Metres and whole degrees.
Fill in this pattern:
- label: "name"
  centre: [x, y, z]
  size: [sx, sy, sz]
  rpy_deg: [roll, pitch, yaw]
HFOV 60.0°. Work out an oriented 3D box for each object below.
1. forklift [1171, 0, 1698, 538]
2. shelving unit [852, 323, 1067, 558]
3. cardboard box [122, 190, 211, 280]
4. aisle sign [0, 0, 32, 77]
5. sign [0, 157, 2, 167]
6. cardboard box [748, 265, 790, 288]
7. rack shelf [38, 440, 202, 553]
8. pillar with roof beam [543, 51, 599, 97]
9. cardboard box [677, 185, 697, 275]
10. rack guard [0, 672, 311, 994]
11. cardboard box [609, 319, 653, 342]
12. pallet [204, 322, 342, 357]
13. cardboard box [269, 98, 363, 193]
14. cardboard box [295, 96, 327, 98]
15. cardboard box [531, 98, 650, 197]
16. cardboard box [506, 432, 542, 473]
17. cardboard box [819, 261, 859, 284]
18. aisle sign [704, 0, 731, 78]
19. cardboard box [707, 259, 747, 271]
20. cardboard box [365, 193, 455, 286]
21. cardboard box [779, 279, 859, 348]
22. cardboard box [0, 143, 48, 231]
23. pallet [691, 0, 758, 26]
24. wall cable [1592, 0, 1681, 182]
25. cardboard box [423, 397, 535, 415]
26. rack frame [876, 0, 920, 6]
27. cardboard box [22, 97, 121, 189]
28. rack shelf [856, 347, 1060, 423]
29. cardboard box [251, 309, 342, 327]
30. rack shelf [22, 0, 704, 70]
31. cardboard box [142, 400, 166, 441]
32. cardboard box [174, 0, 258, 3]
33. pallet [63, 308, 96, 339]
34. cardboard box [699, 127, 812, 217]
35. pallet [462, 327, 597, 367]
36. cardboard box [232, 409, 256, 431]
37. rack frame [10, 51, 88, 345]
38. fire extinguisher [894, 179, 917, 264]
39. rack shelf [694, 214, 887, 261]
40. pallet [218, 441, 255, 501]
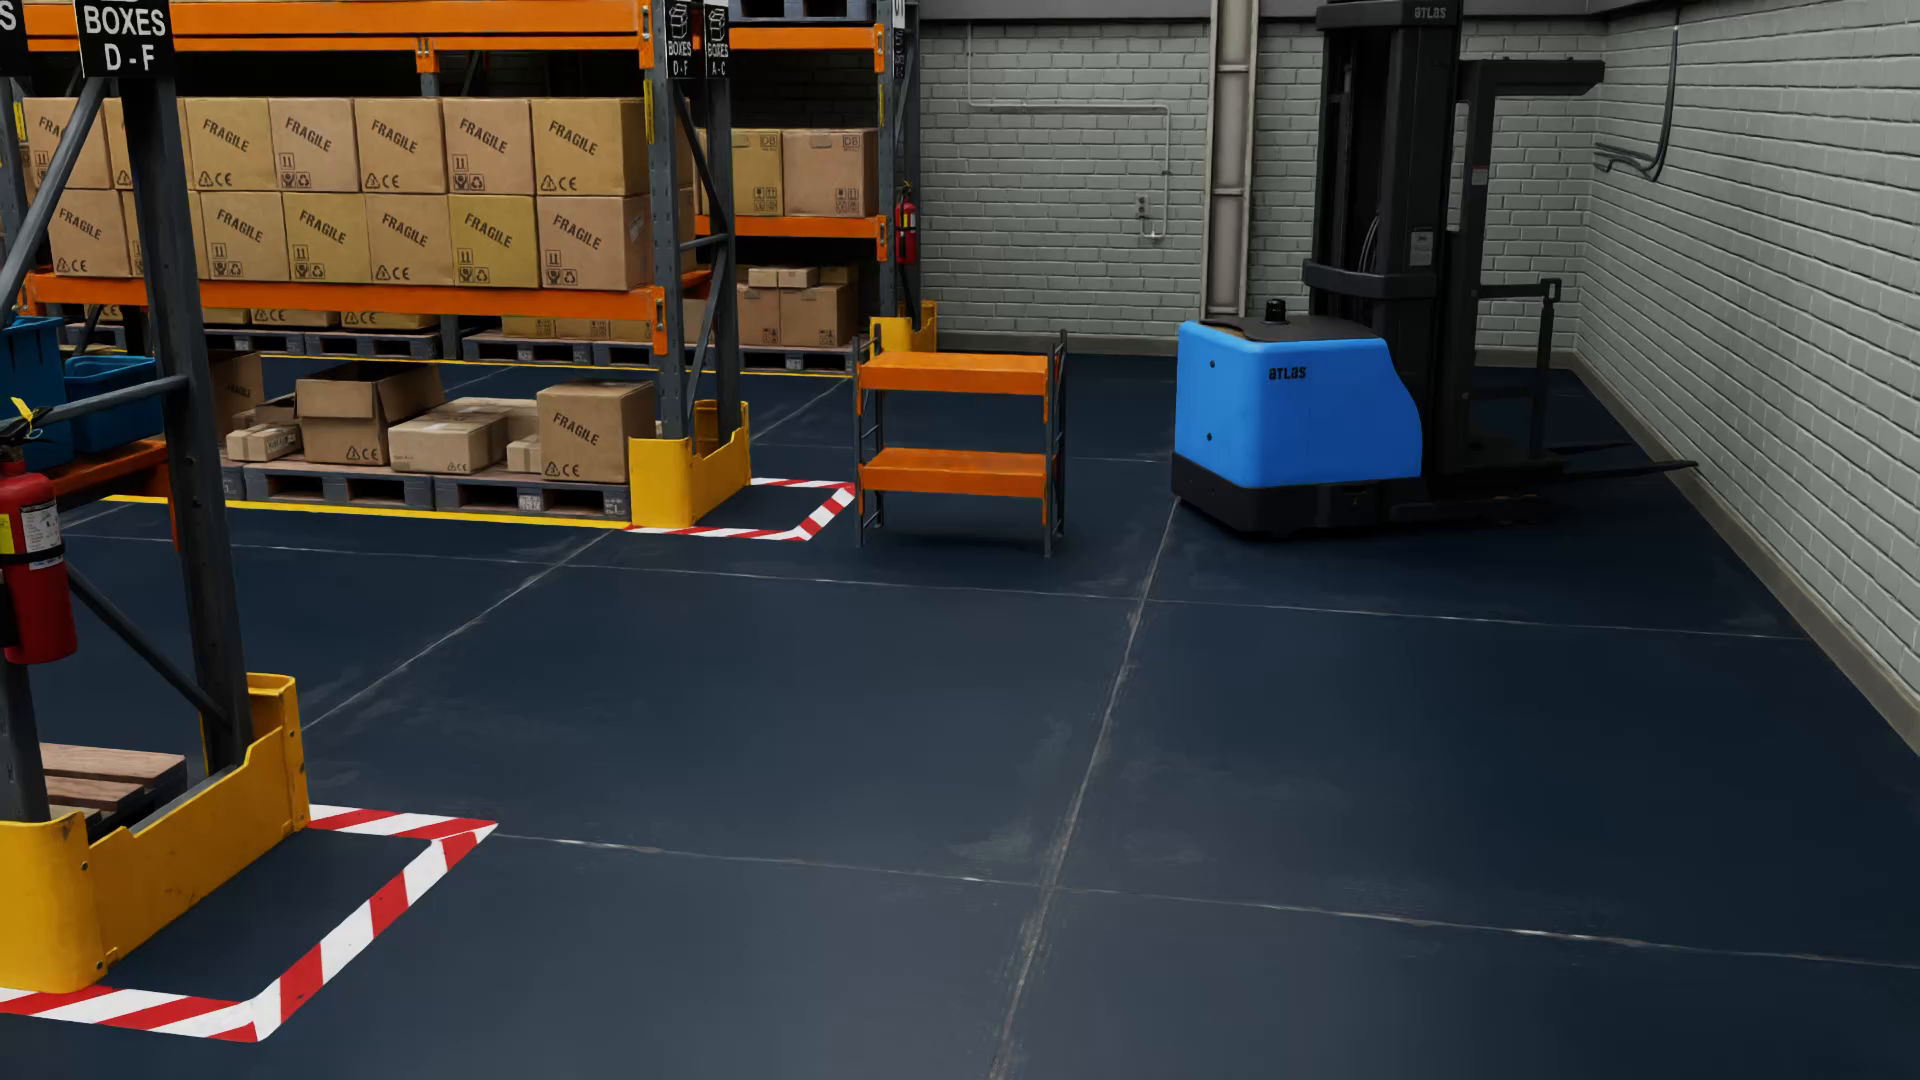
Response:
- label: "forklift"
  centre: [2.812, -1.624, 9.364]
  size: [3.031, 2.935, 1.130]
  rpy_deg: [-4, 16, -15]
- label: "shelving unit"
  centre: [0.007, -0.542, 8.841]
  size: [1.048, 1.125, 0.538]
  rpy_deg: [3, 16, 11]
- label: "cardboard box"
  centre: [-4.460, -1.798, 9.675]
  size: [0.500, 0.500, 0.500]
  rpy_deg: [3, 16, 12]
- label: "aisle sign"
  centre: [-2.466, -1.538, 4.057]
  size: [0.004, 0.787, 0.394]
  rpy_deg: [3, 16, 11]
- label: "sign"
  centre: [-5.514, -2.287, 9.460]
  size: [0.005, 0.325, 0.100]
  rpy_deg: [3, 16, 11]
- label: "cardboard box"
  centre: [-1.623, -2.252, 14.182]
  size: [0.250, 0.149, 0.380]
  rpy_deg: [4, 16, 13]
- label: "rack shelf"
  centre: [-4.438, -0.126, 5.174]
  size: [4.000, 0.370, 1.077]
  rpy_deg: [3, 16, 11]
- label: "pillar with roof beam"
  centre: [-4.423, -5.124, 10.634]
  size: [0.400, 9.000, 9.100]
  rpy_deg: [3, 16, 11]
- label: "cardboard box"
  centre: [-1.870, -1.802, 9.692]
  size: [0.500, 0.500, 0.500]
  rpy_deg: [3, 16, 12]
- label: "rack guard"
  centre: [-2.452, 0.837, 5.035]
  size: [0.348, 0.500, 1.175]
  rpy_deg: [3, 16, 11]
- label: "cardboard box"
  centre: [-2.717, -2.046, 14.655]
  size: [0.500, 0.500, 0.700]
  rpy_deg: [3, 16, 12]
- label: "pallet"
  centre: [-6.394, -1.912, 15.500]
  size: [1.213, 0.211, 1.003]
  rpy_deg: [3, 16, 11]
- label: "cardboard box"
  centre: [-3.486, -2.224, 9.340]
  size: [0.500, 0.500, 0.500]
  rpy_deg: [4, 16, 13]
- label: "cardboard box"
  centre: [-3.864, -2.392, 9.947]
  size: [0.500, 0.500, 0.500]
  rpy_deg: [3, 16, 12]
- label: "cardboard box"
  centre: [-1.978, -2.143, 9.050]
  size: [0.500, 0.500, 0.500]
  rpy_deg: [3, 16, 11]
- label: "cardboard box"
  centre: [-2.448, -0.518, 9.725]
  size: [0.250, 0.166, 0.380]
  rpy_deg: [3, 16, 11]
- label: "cardboard box"
  centre: [-1.048, -2.325, 14.446]
  size: [0.250, 0.149, 0.380]
  rpy_deg: [3, 16, 11]
- label: "aisle sign"
  centre: [-1.362, -2.988, 9.288]
  size: [0.004, 0.787, 0.394]
  rpy_deg: [3, 16, 11]
- label: "cardboard box"
  centre: [-2.039, -2.378, 14.639]
  size: [0.250, 0.149, 0.380]
  rpy_deg: [3, 16, 12]
- label: "cardboard box"
  centre: [-2.978, -1.717, 9.384]
  size: [0.500, 0.500, 0.500]
  rpy_deg: [3, 16, 12]
- label: "cardboard box"
  centre: [-1.210, -1.966, 14.368]
  size: [0.500, 0.500, 0.700]
  rpy_deg: [3, 16, 11]
- label: "cardboard box"
  centre: [-5.827, -2.209, 10.372]
  size: [0.500, 0.500, 0.700]
  rpy_deg: [-2, 16, -8]
- label: "pallet"
  centre: [-2.432, -4.461, 14.026]
  size: [1.213, 0.211, 1.003]
  rpy_deg: [3, 16, 11]
- label: "wall cable"
  centre: [4.967, -3.958, 12.240]
  size: [0.112, 2.526, 3.097]
  rpy_deg: [3, 16, 11]
- label: "cardboard box"
  centre: [-2.944, -0.705, 10.244]
  size: [0.500, 0.250, 0.500]
  rpy_deg: [3, 16, 11]
- label: "rack frame"
  centre: [-0.504, -5.849, 13.249]
  size: [0.127, 3.000, 1.000]
  rpy_deg: [3, 16, 11]
- label: "cardboard box"
  centre: [-5.002, -2.306, 9.636]
  size: [0.500, 0.500, 0.500]
  rpy_deg: [4, 16, 13]
- label: "rack shelf"
  centre: [0.007, -0.824, 8.762]
  size: [1.000, 0.278, 0.538]
  rpy_deg: [3, 16, 11]
- label: "cardboard box"
  centre: [-5.958, -2.384, 15.219]
  size: [0.750, 0.750, 0.750]
  rpy_deg: [4, 16, 13]
- label: "rack shelf"
  centre: [-3.447, -2.867, 9.451]
  size: [4.000, 0.370, 1.077]
  rpy_deg: [3, 16, 11]
- label: "cardboard box"
  centre: [-5.039, -0.712, 10.155]
  size: [0.500, 0.311, 0.500]
  rpy_deg: [3, 16, 11]
- label: "cardboard box"
  centre: [-4.001, -3.102, 9.235]
  size: [0.500, 0.250, 0.500]
  rpy_deg: [3, 16, 11]
- label: "pallet"
  centre: [-9.109, -2.081, 16.110]
  size: [1.213, 0.211, 1.003]
  rpy_deg: [3, 16, 11]
- label: "cardboard box"
  centre: [-1.721, -3.162, 14.228]
  size: [0.700, 0.700, 0.980]
  rpy_deg: [3, 16, 11]
- label: "pallet"
  centre: [-3.694, -1.766, 14.971]
  size: [1.213, 0.211, 1.003]
  rpy_deg: [3, 16, 11]
- label: "cardboard box"
  centre: [-4.413, -0.752, 10.604]
  size: [0.250, 0.149, 0.380]
  rpy_deg: [3, 16, 11]
- label: "rack frame"
  centre: [-8.344, -3.383, 15.586]
  size: [0.127, 3.000, 1.000]
  rpy_deg: [3, 16, 11]
- label: "fire extinguisher"
  centre: [-0.448, -2.612, 13.645]
  size: [0.183, 0.674, 0.296]
  rpy_deg: [3, 16, 11]
- label: "rack shelf"
  centre: [-2.464, -2.717, 14.530]
  size: [4.000, 0.370, 1.077]
  rpy_deg: [3, 16, 11]
- label: "pallet"
  centre: [-4.734, -0.494, 10.379]
  size: [1.213, 0.211, 1.003]
  rpy_deg: [3, 16, 11]
